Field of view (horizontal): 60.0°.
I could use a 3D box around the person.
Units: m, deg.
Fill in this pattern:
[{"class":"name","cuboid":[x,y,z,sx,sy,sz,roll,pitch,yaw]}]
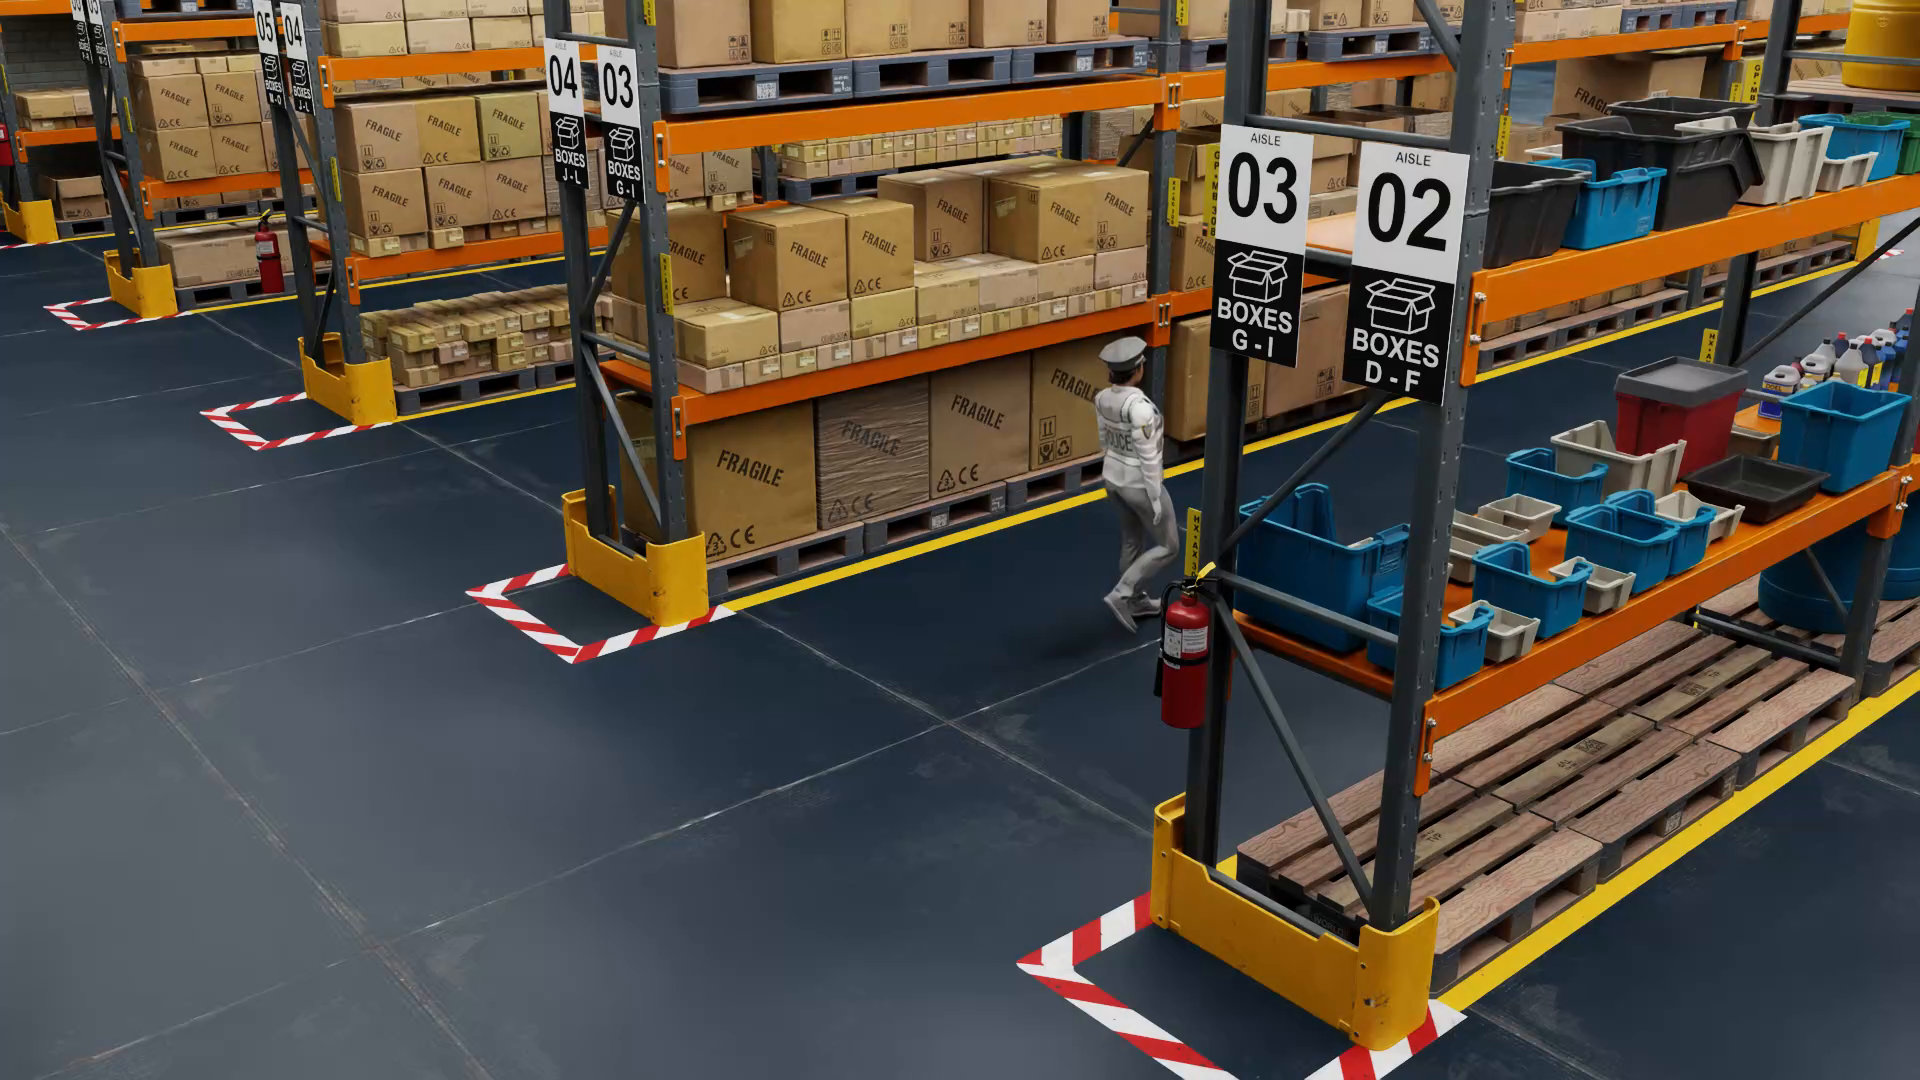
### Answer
[{"class":"person","cuboid":[1.004,-0.309,9.295,0.572,1.685,0.533,-11,24,-27]}]
